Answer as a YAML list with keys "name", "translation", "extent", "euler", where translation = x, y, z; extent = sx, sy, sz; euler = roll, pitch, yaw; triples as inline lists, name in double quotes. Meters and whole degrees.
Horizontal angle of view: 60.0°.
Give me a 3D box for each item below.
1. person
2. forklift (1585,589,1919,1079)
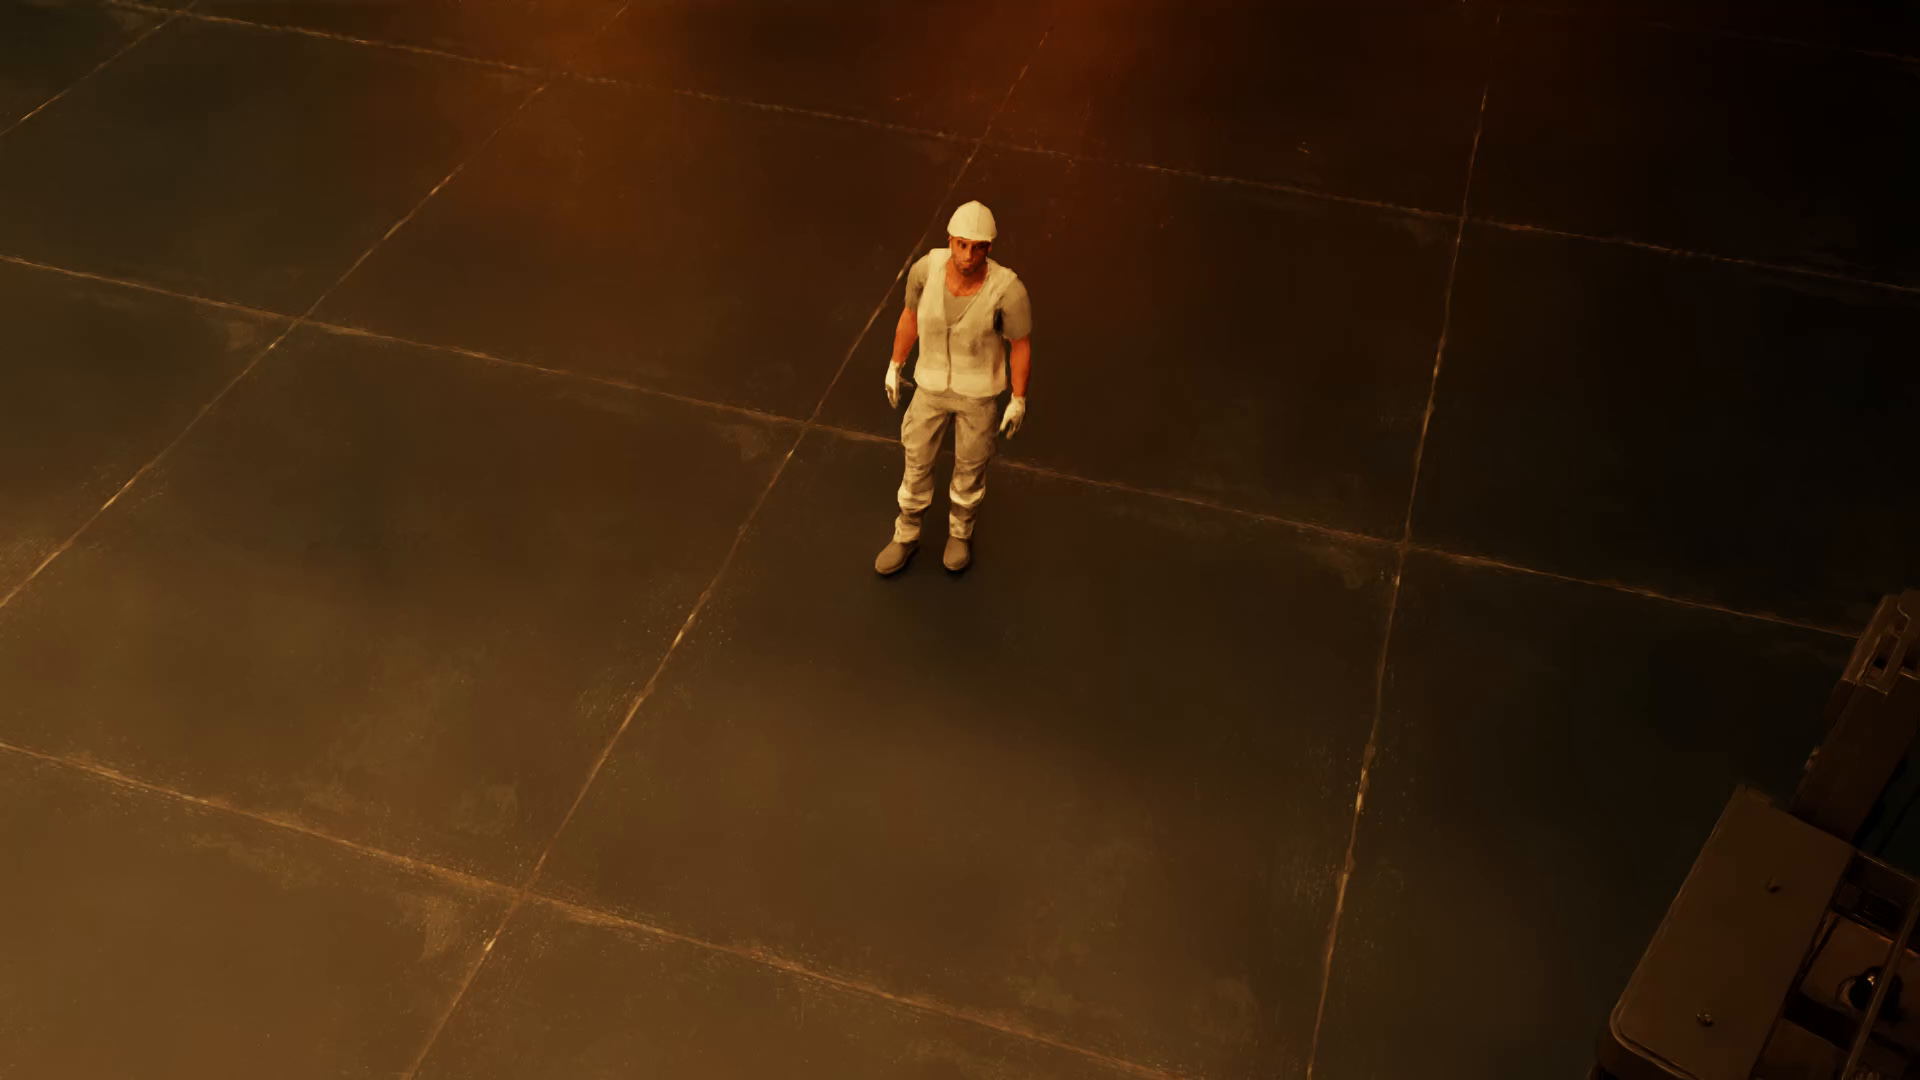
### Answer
- name: "person"
  translation: [-0.035, -0.610, 7.173]
  extent: [0.637, 1.787, 0.563]
  euler: [12, 44, 13]
- name: "forklift"
  translation: [1.936, 1.668, 3.896]
  extent: [1.130, 2.935, 3.031]
  euler: [28, 50, 27]
